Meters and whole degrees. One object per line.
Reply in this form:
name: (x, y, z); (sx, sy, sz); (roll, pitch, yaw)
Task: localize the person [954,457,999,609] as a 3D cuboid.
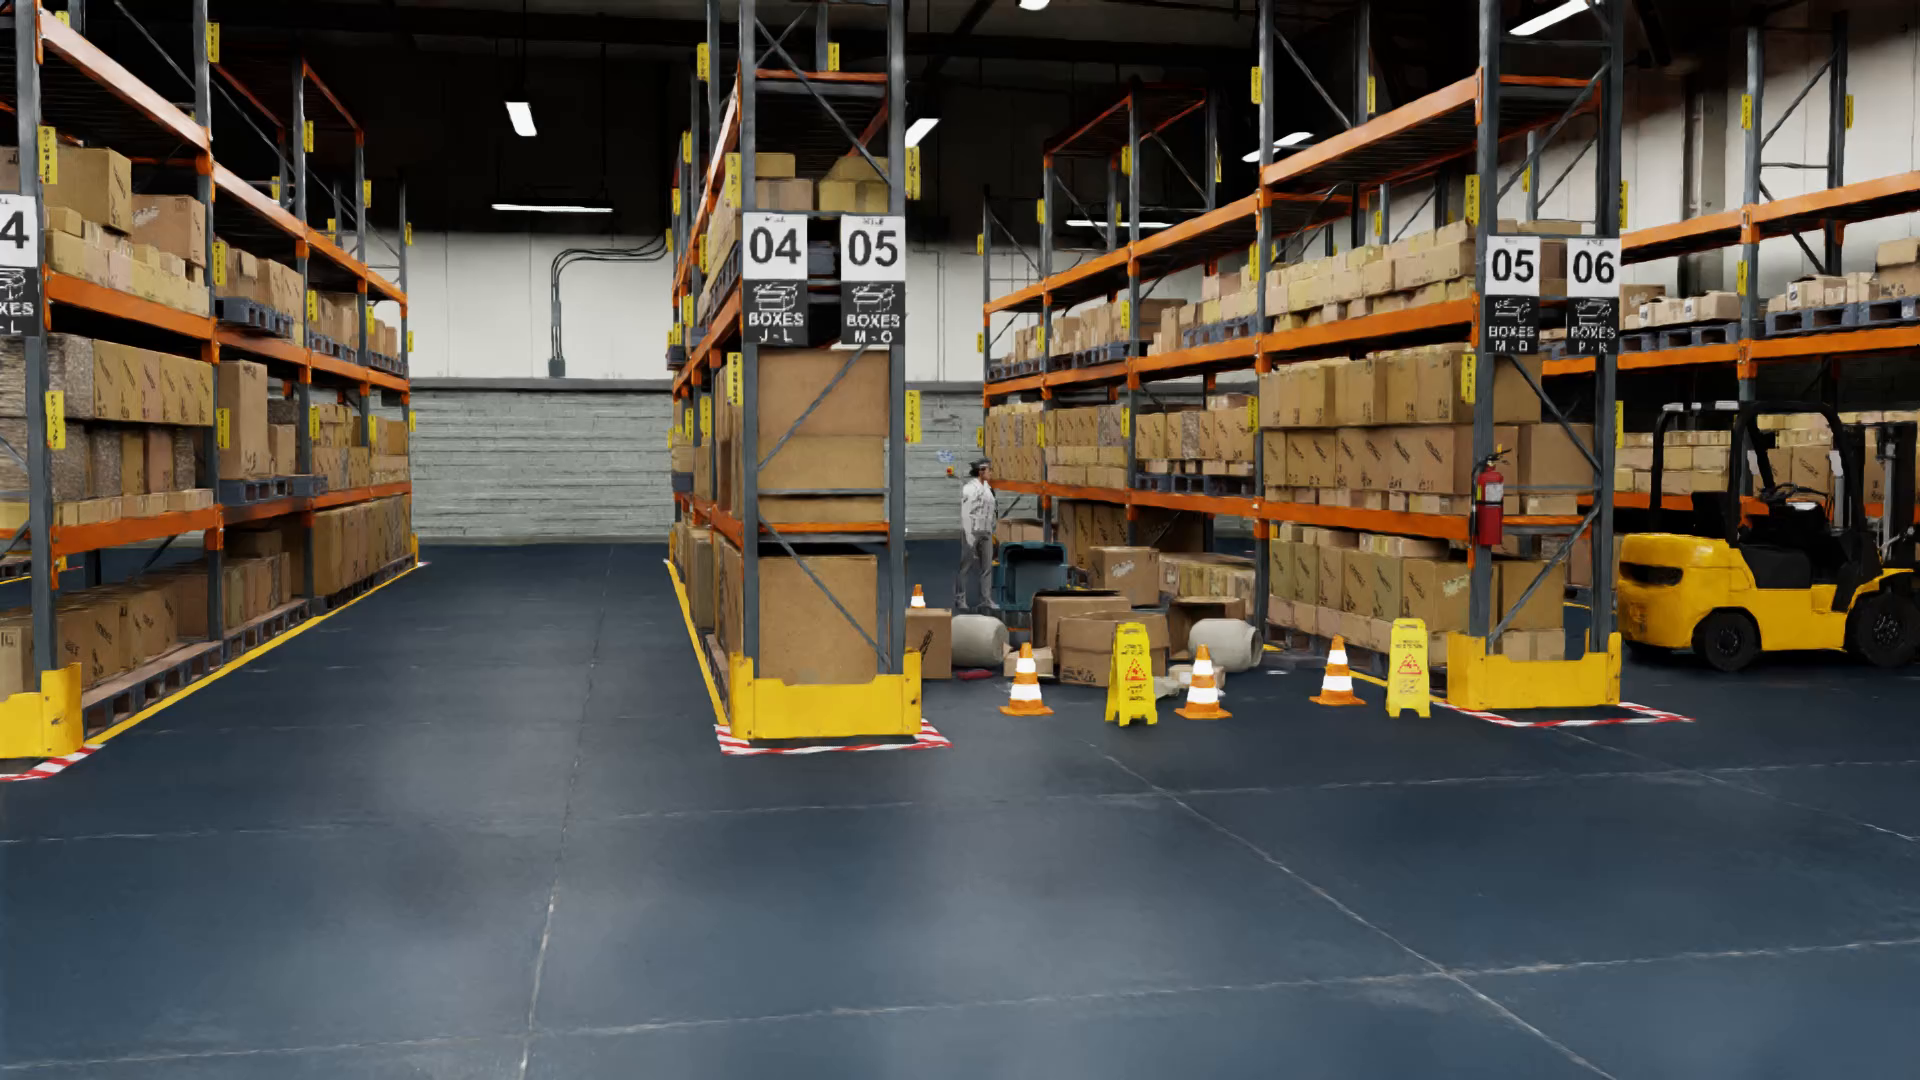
person: (0.204, -0.066, 18.211); (0.509, 1.679, 0.497); (3, 4, 42)
